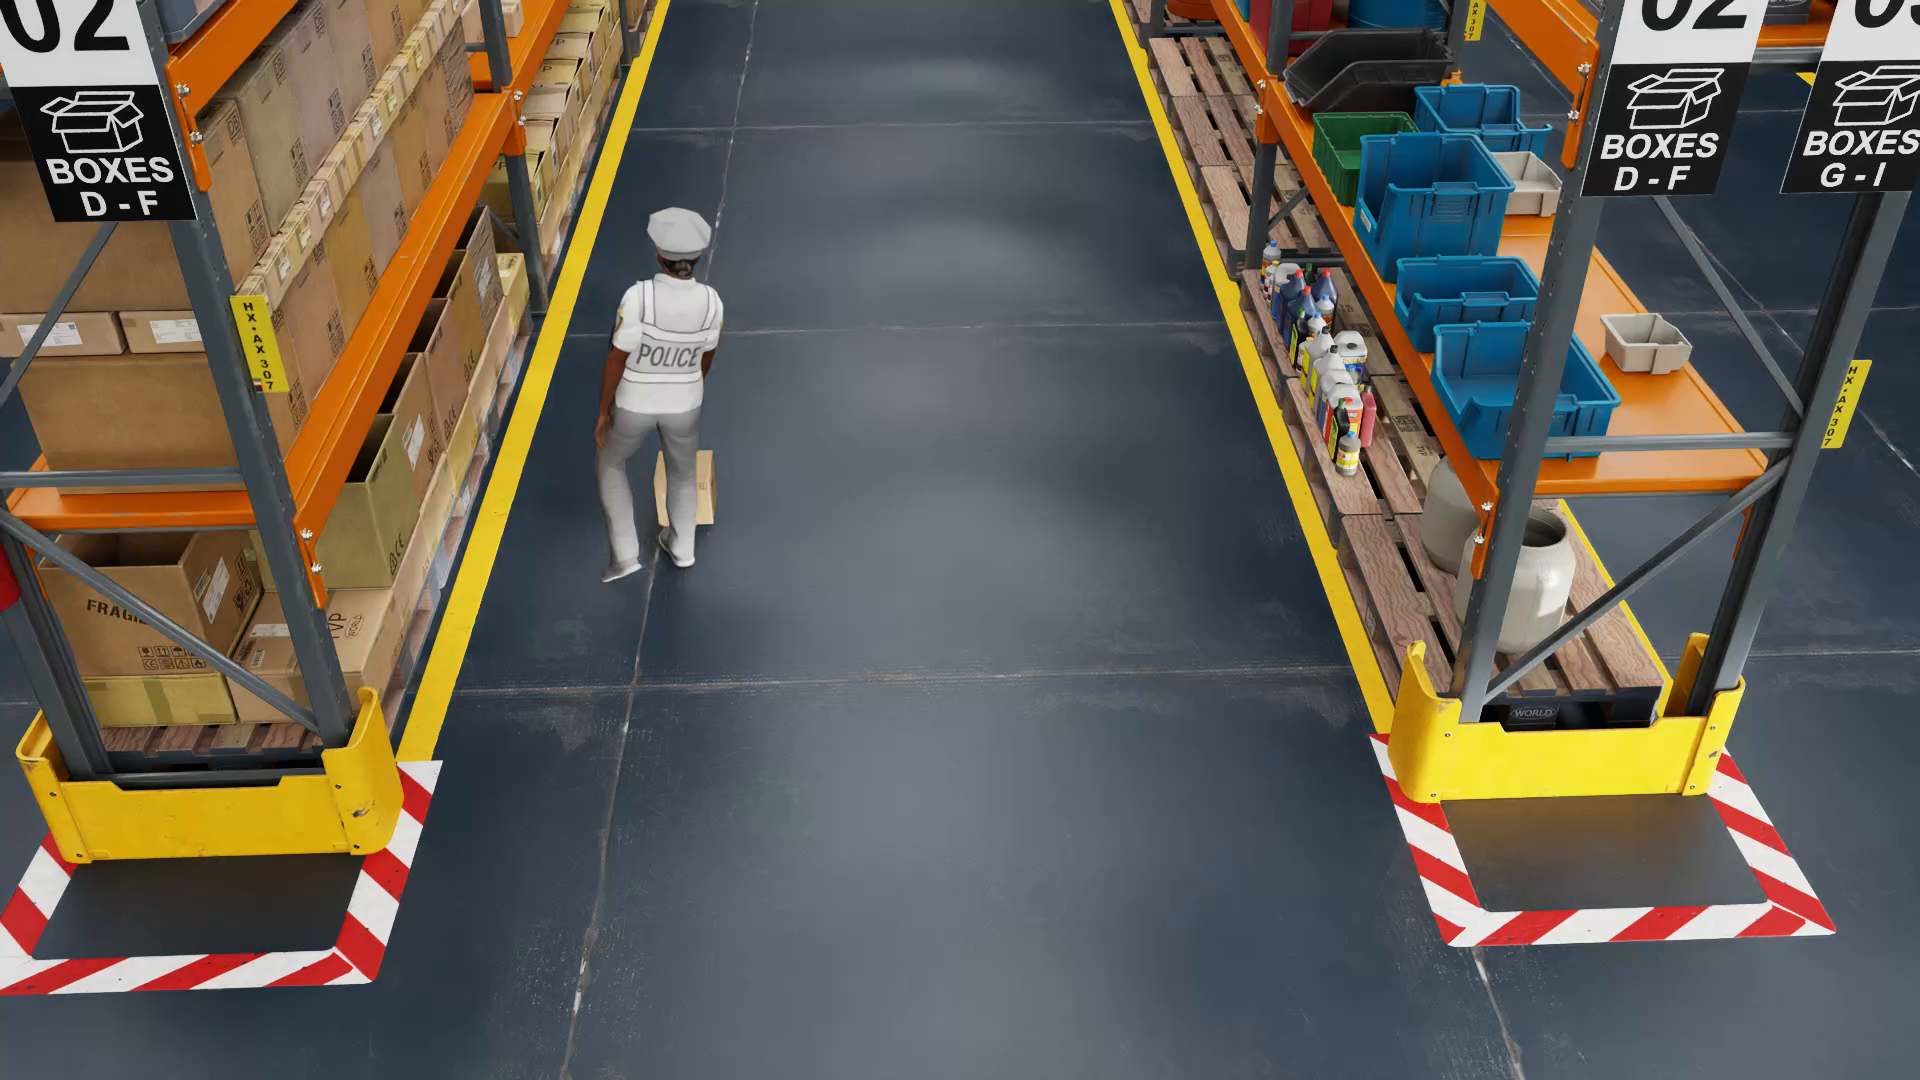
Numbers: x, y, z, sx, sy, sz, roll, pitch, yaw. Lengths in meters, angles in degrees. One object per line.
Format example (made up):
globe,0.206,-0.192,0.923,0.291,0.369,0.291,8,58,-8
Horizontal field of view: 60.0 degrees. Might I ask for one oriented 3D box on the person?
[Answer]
person,-1.278,-0.570,6.916,0.636,1.683,0.483,-10,37,-13
